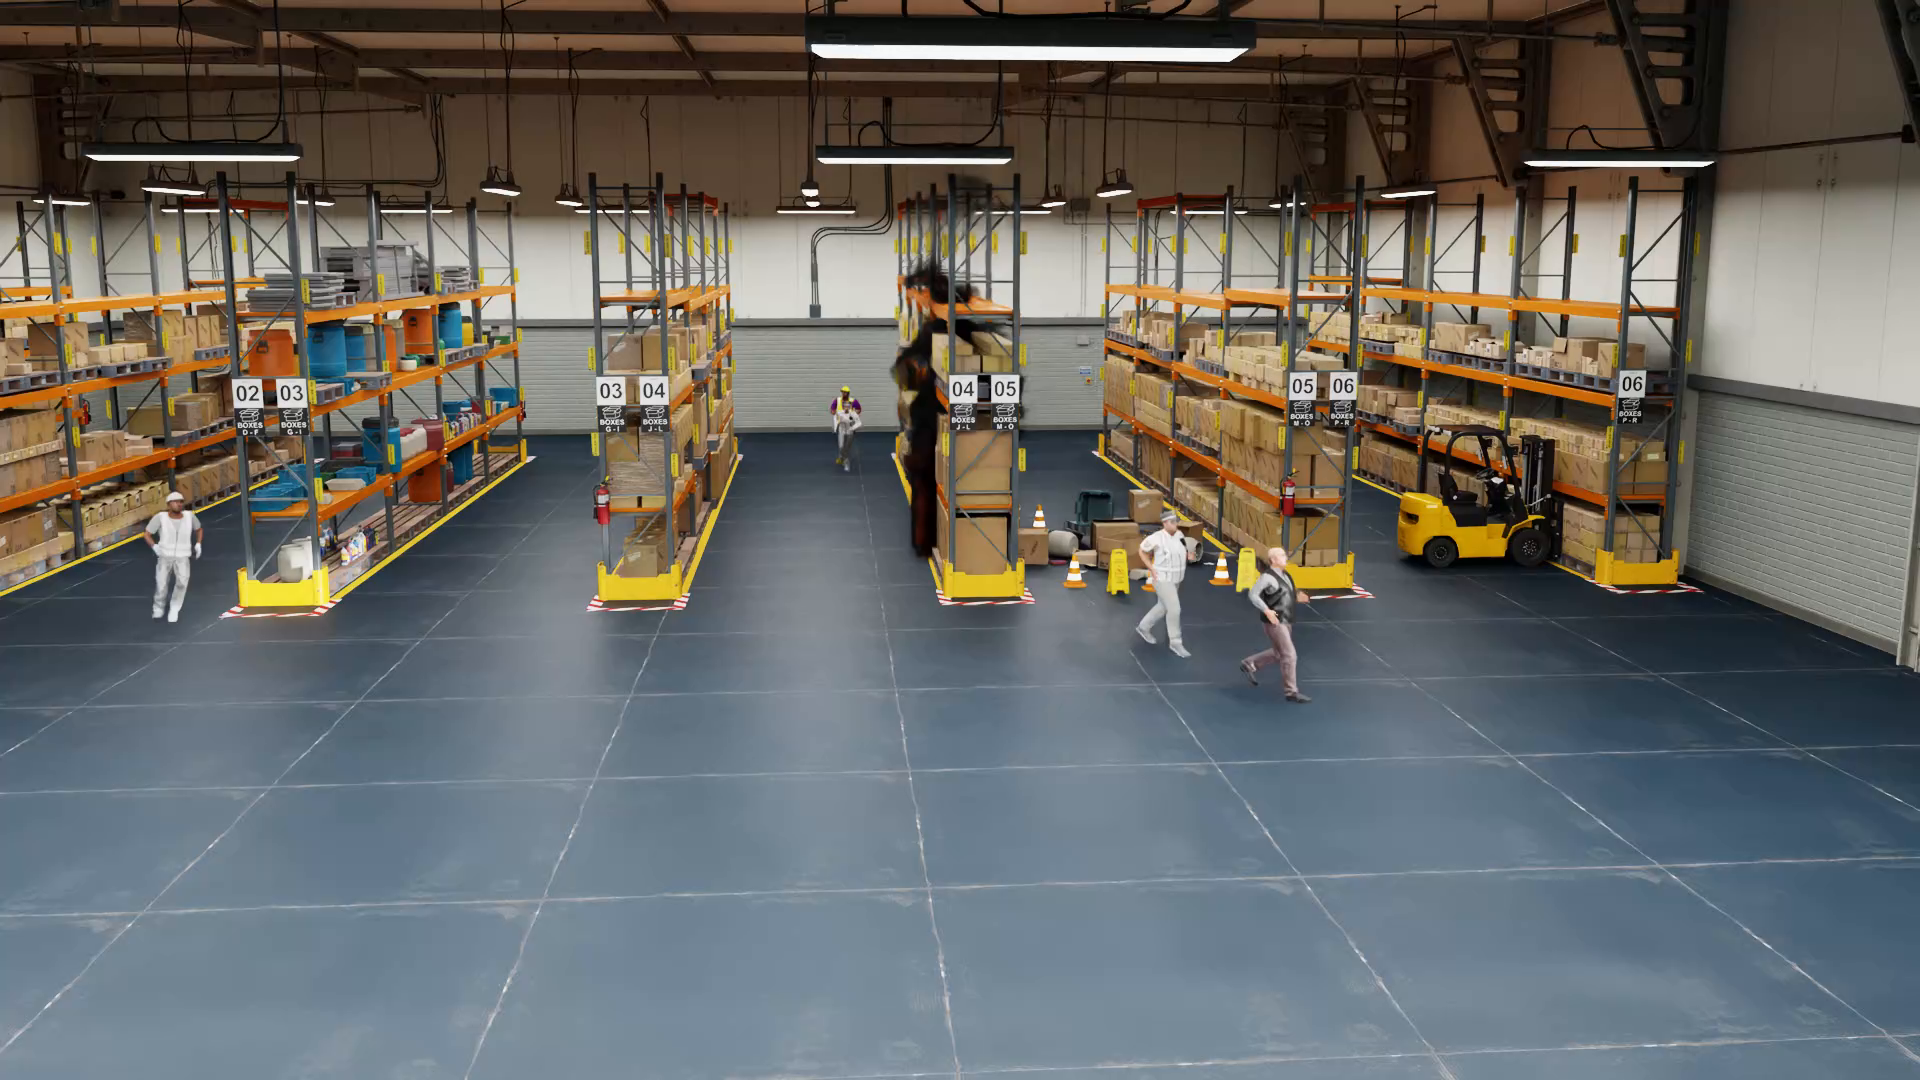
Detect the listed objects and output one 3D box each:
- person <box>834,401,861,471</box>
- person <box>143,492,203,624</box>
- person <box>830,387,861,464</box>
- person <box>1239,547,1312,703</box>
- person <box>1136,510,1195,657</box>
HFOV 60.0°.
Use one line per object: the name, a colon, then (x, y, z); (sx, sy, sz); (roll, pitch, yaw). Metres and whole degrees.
person: (-2.543, -2.395, 37.827); (0.641, 1.620, 0.869); (1, 10, 3)
person: (-10.572, 0.231, 22.415); (0.747, 1.765, 0.642); (-6, 12, -29)
person: (-2.698, -2.708, 38.951); (0.706, 1.783, 0.896); (2, 10, 12)
person: (3.523, 0.921, 18.528); (0.930, 1.699, 0.666); (7, 12, 33)
person: (2.581, 0.506, 20.763); (0.884, 1.831, 0.636); (9, 13, 41)
